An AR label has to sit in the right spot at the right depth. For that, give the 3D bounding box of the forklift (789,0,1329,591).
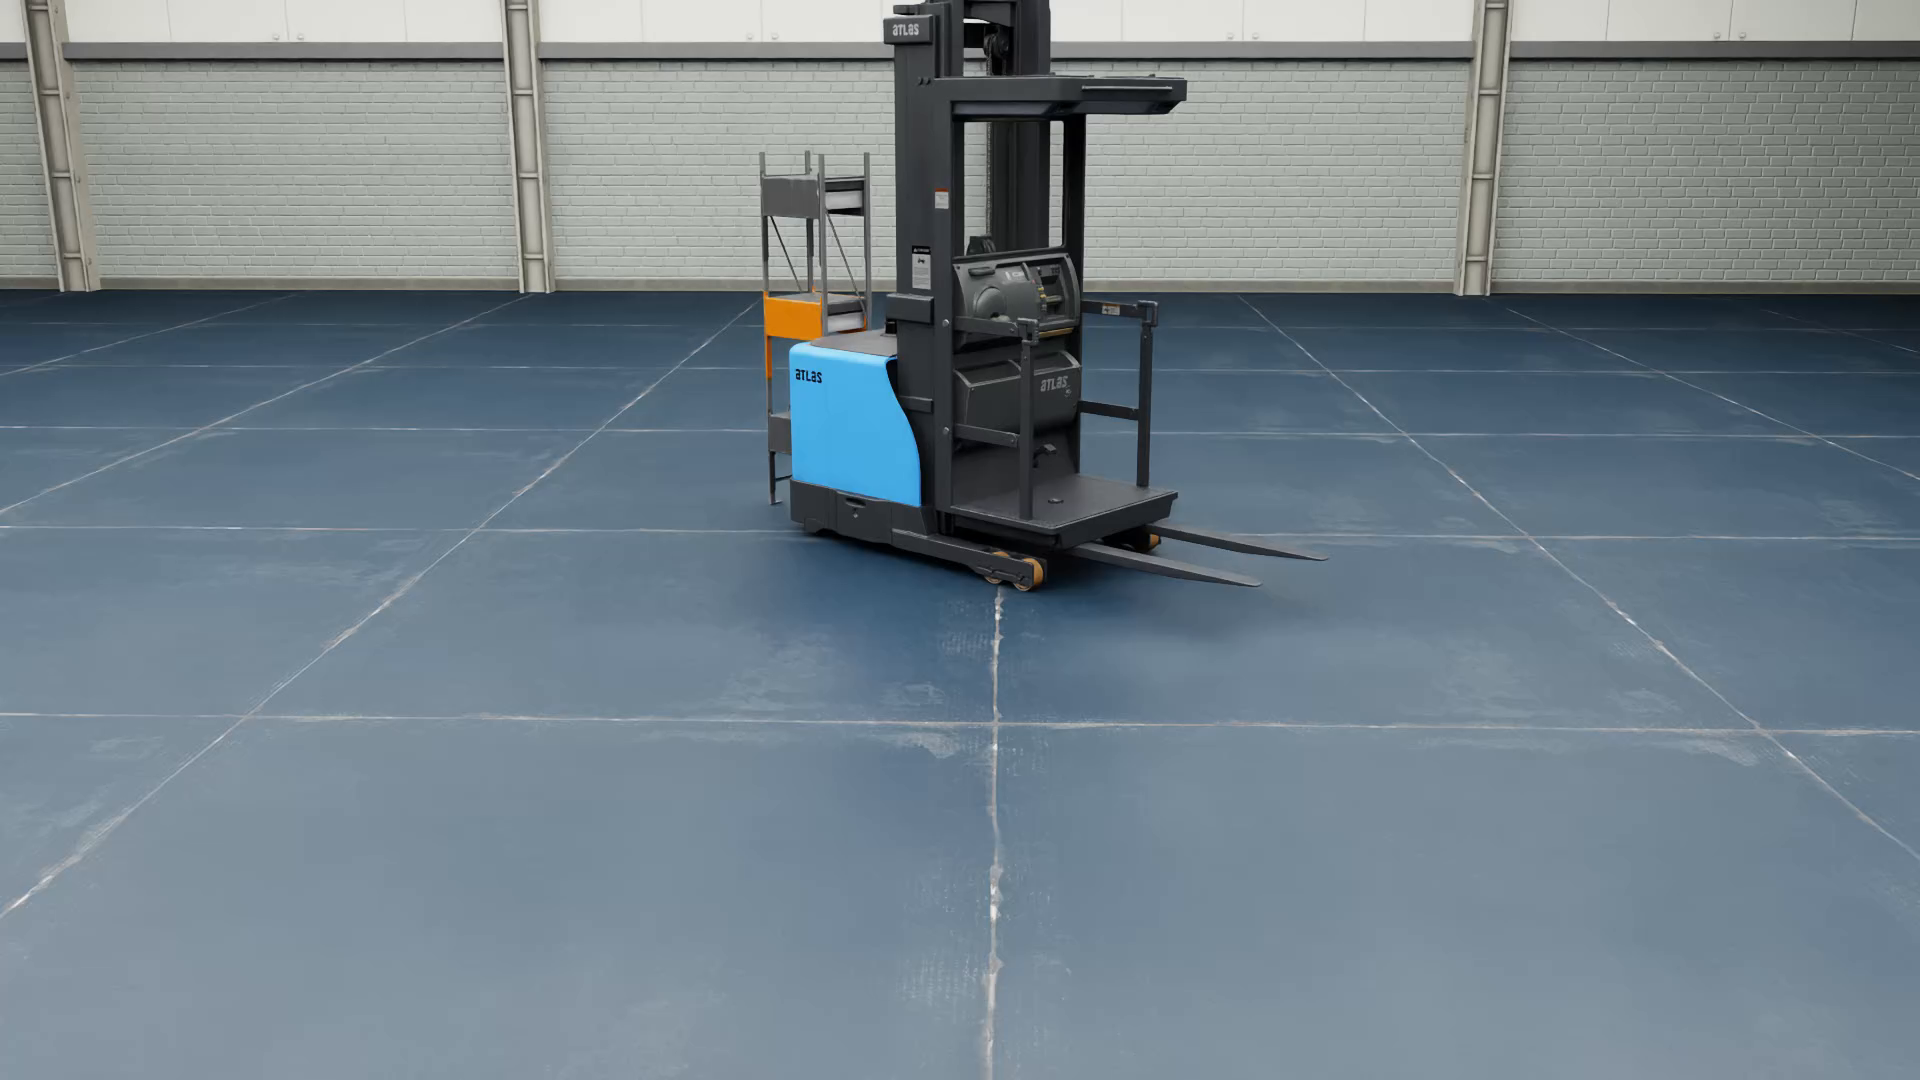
[{"bbox_3d":[0.463,-1.311,8.563,3.031,2.935,1.130,13,20,40],"label":"forklift"}]

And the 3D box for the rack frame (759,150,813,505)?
[{"bbox_3d":[-1.027,-1.269,10.032,0.015,2.100,0.400,12,19,39],"label":"rack frame"}]

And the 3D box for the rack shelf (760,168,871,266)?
[{"bbox_3d":[-0.843,-1.892,9.703,0.480,0.518,0.431,12,19,39],"label":"rack shelf"}]

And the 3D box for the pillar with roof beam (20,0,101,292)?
[{"bbox_3d":[-11.574,-6.511,16.379,0.400,9.000,9.100,0,15,1],"label":"pillar with roof beam"}]

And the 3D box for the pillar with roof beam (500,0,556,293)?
[{"bbox_3d":[-5.576,-6.472,16.231,0.400,9.000,9.100,0,15,1],"label":"pillar with roof beam"}]

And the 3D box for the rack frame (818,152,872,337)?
[{"bbox_3d":[-0.658,-1.187,9.724,0.015,2.100,0.400,12,19,39],"label":"rack frame"}]

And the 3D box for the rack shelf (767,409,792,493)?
[{"bbox_3d":[-0.843,-0.538,10.060,0.480,0.518,0.431,12,19,39],"label":"rack shelf"}]

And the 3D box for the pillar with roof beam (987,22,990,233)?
[{"bbox_3d":[0.422,-6.433,16.083,0.400,9.000,9.100,0,15,1],"label":"pillar with roof beam"}]

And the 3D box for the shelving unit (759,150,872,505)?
[{"bbox_3d":[-0.843,-1.228,9.878,0.503,2.100,0.431,12,19,39],"label":"shelving unit"}]

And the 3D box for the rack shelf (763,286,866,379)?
[{"bbox_3d":[-0.843,-1.215,9.881,0.480,0.518,0.431,12,19,39],"label":"rack shelf"}]

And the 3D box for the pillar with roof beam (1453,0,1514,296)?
[{"bbox_3d":[6.420,-6.394,15.935,0.400,9.000,9.100,0,15,1],"label":"pillar with roof beam"}]
